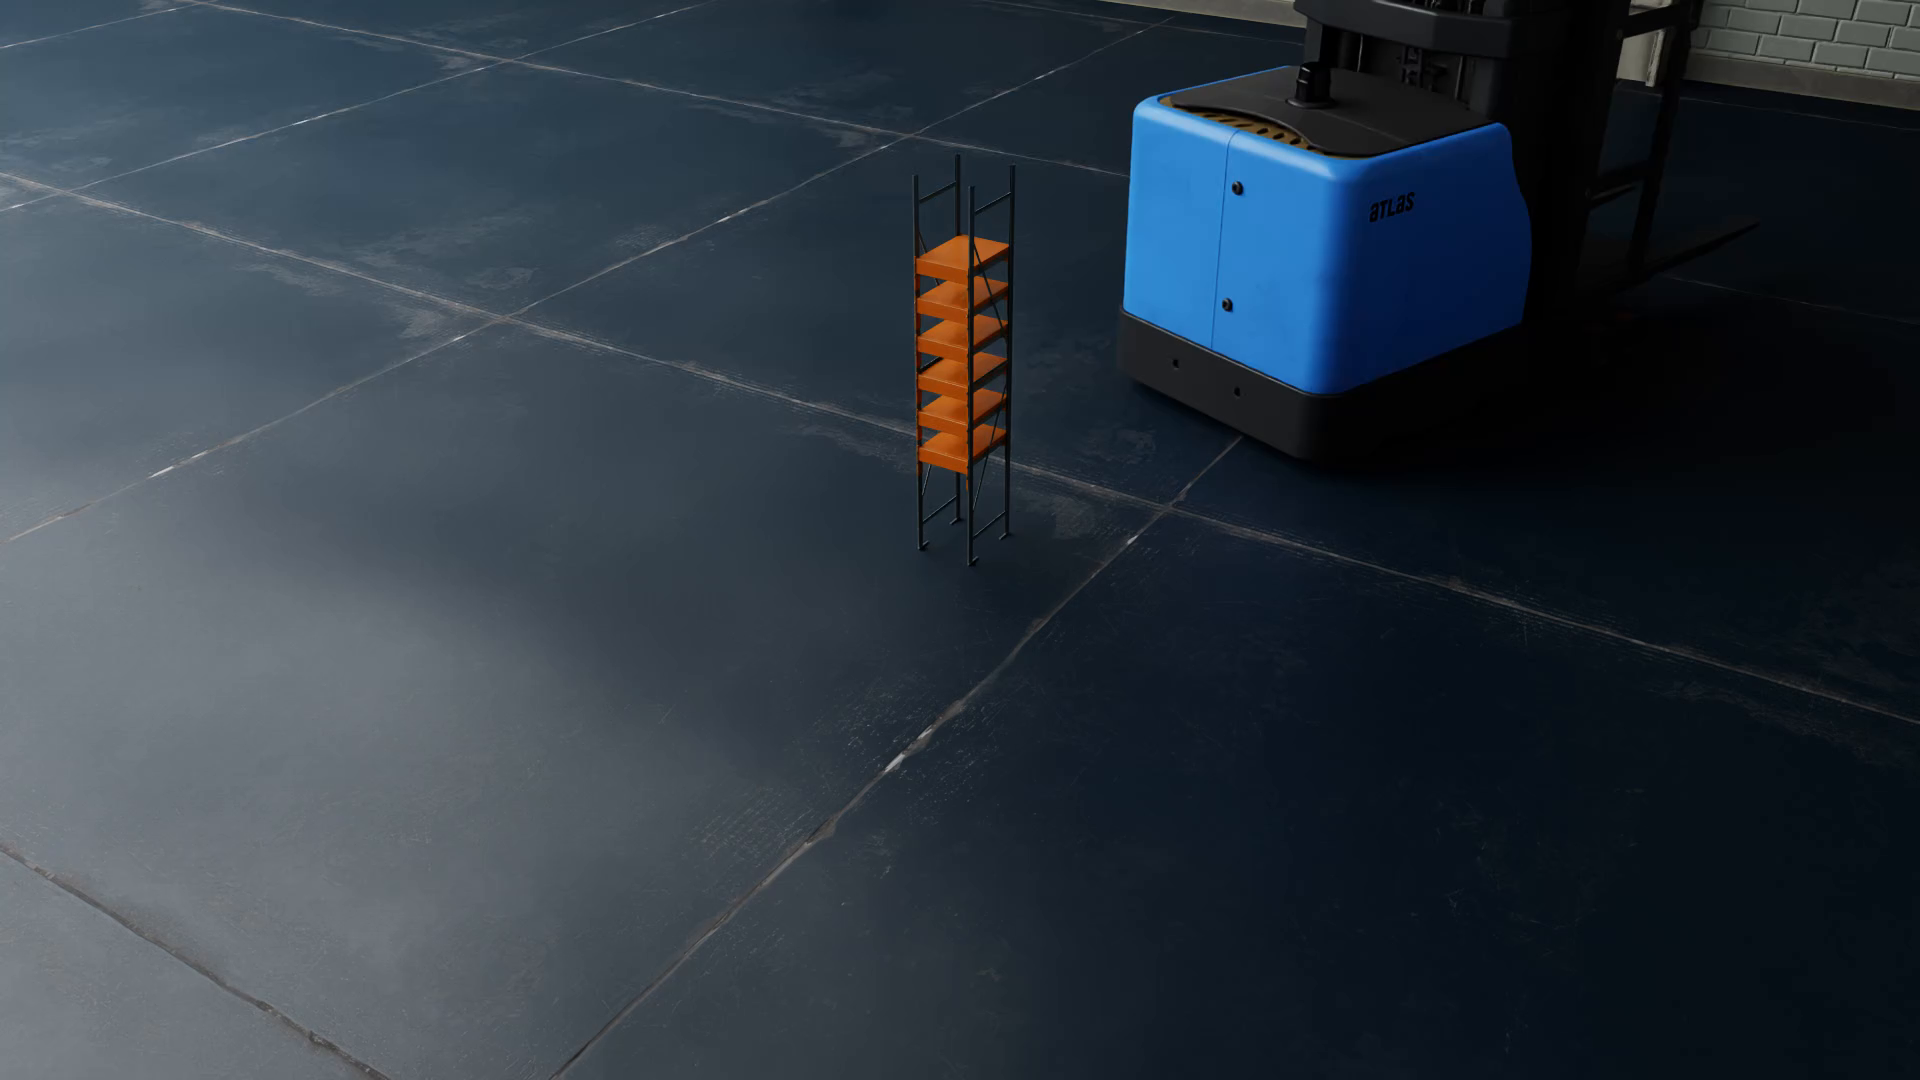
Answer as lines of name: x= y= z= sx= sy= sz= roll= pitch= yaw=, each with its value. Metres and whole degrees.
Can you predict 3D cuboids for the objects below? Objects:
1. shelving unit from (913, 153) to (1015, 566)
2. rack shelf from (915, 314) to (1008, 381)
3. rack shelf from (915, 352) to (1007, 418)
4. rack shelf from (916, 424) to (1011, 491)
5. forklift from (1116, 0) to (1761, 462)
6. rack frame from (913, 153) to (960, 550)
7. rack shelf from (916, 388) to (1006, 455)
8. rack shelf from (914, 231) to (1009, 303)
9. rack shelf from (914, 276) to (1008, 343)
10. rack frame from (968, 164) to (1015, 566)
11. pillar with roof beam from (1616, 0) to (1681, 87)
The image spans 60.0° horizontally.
shelving unit: x=0.012 y=-0.514 z=4.941 sx=0.189 sy=1.200 sz=0.258 roll=18 pitch=35 yaw=27
rack shelf: x=0.012 y=-0.580 z=4.903 sx=0.180 sy=0.103 sz=0.258 roll=18 pitch=35 yaw=27
rack shelf: x=0.012 y=-0.476 z=4.963 sx=0.180 sy=0.103 sz=0.258 roll=18 pitch=35 yaw=27
rack shelf: x=0.012 y=-0.269 z=5.084 sx=0.180 sy=0.103 sz=0.258 roll=18 pitch=35 yaw=27
forklift: x=2.058 y=-2.118 z=5.972 sx=3.031 sy=2.935 sz=1.130 roll=-21 pitch=36 yaw=-32
rack frame: x=-0.065 y=-0.539 z=4.983 sx=0.006 sy=1.200 sz=0.240 roll=18 pitch=35 yaw=27
rack shelf: x=0.012 y=-0.372 z=5.024 sx=0.180 sy=0.103 sz=0.258 roll=18 pitch=35 yaw=27
rack shelf: x=0.012 y=-0.787 z=4.782 sx=0.180 sy=0.103 sz=0.258 roll=18 pitch=35 yaw=27
rack shelf: x=0.012 y=-0.683 z=4.842 sx=0.180 sy=0.103 sz=0.258 roll=18 pitch=35 yaw=27
rack frame: x=0.090 y=-0.490 z=4.899 sx=0.006 sy=1.200 sz=0.240 roll=18 pitch=35 yaw=27
pillar with roof beam: x=1.744 y=-4.853 z=4.638 sx=0.400 sy=9.000 sz=9.100 roll=18 pitch=35 yaw=27
